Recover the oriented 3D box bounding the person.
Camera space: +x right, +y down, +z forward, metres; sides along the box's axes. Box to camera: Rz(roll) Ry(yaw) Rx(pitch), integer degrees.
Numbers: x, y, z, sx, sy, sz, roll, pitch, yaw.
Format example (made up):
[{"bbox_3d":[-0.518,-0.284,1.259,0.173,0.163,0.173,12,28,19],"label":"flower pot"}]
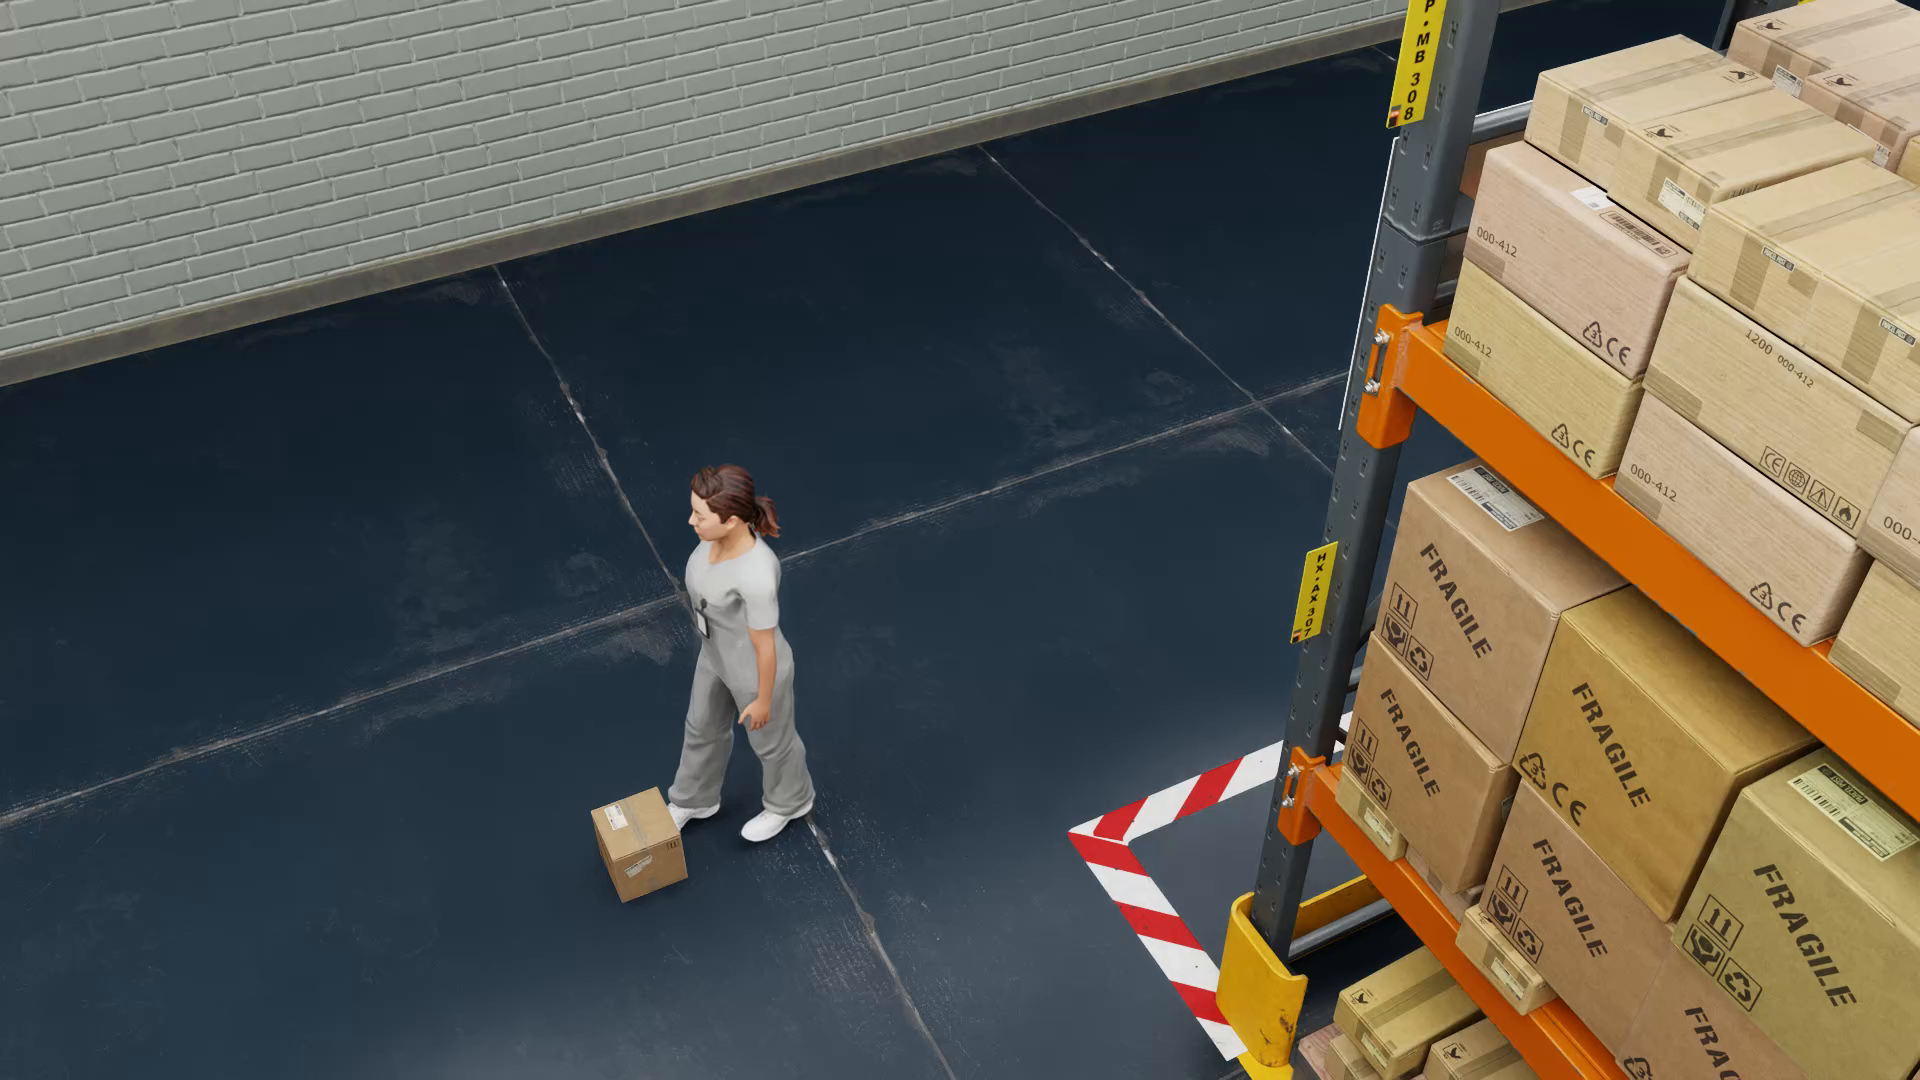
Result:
[{"bbox_3d":[-0.741,0.432,5.677,0.392,1.667,0.436,-18,44,-19],"label":"person"}]
